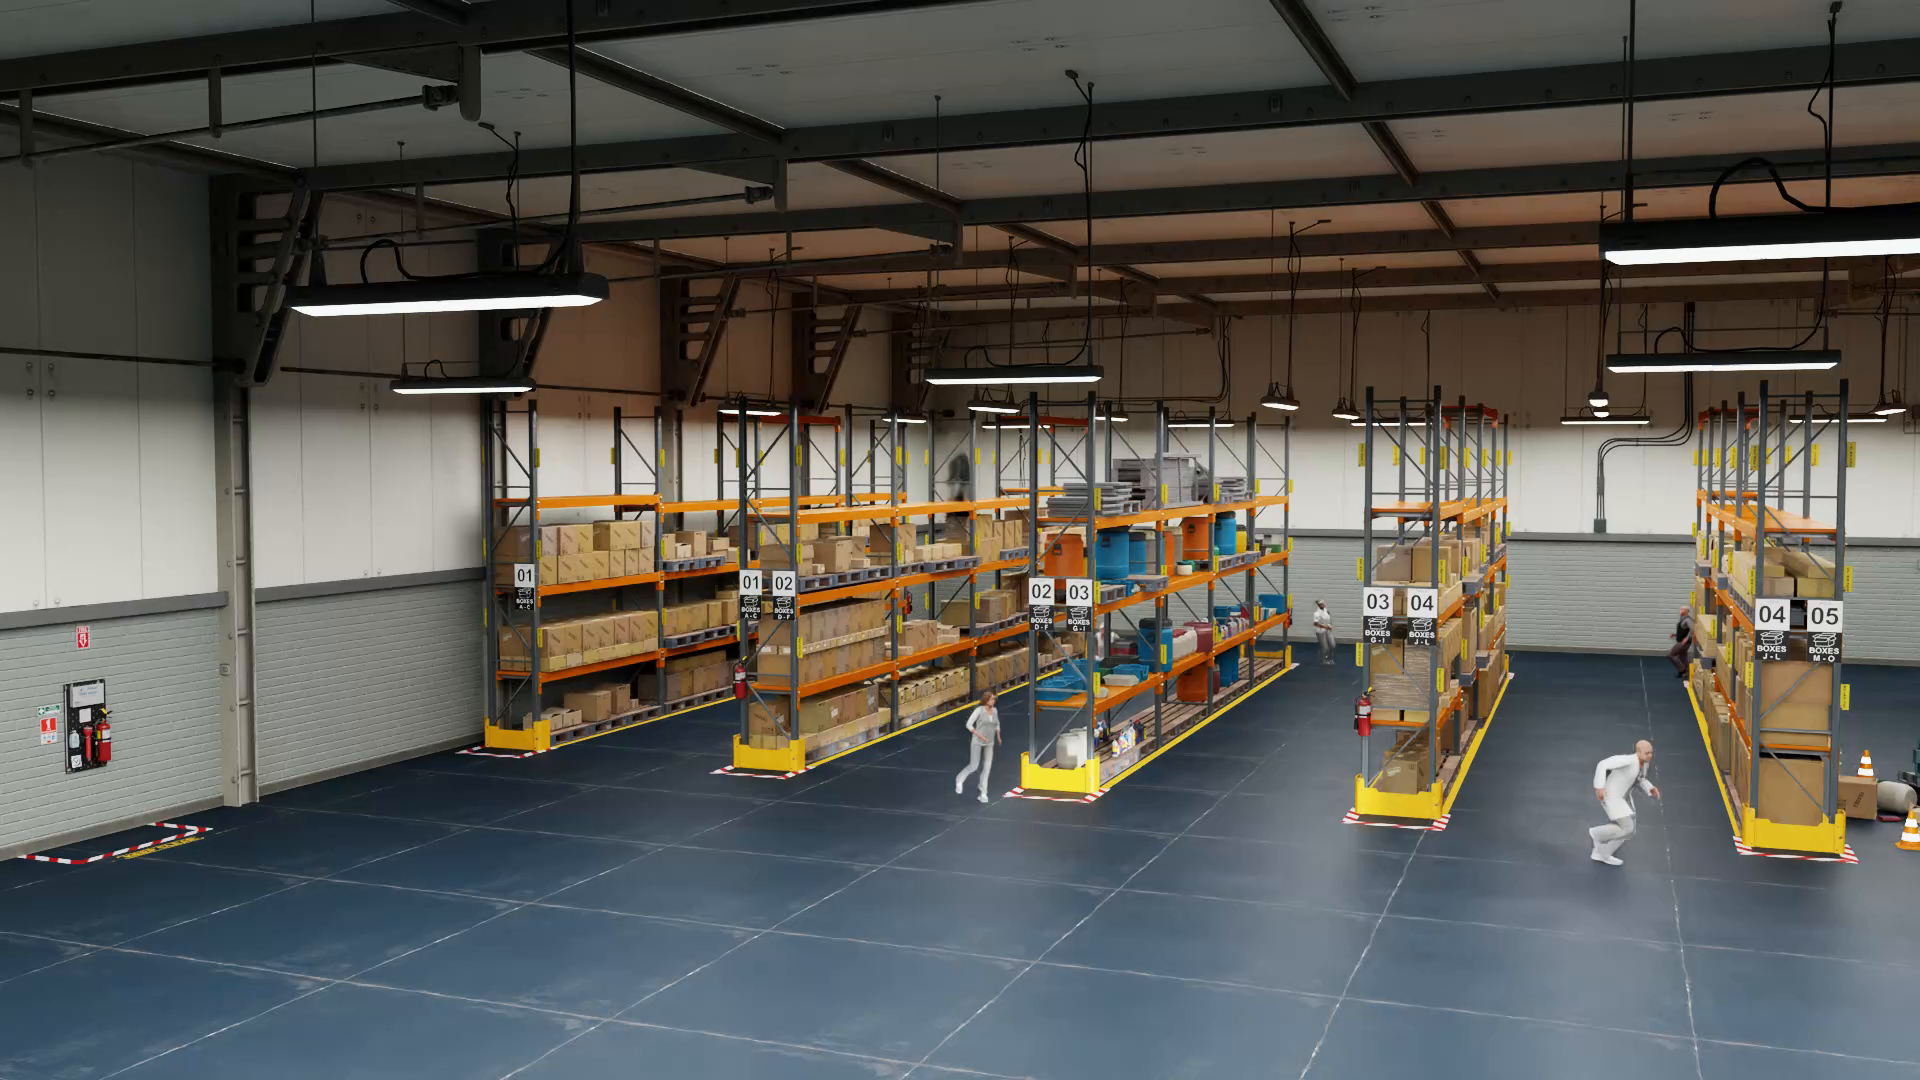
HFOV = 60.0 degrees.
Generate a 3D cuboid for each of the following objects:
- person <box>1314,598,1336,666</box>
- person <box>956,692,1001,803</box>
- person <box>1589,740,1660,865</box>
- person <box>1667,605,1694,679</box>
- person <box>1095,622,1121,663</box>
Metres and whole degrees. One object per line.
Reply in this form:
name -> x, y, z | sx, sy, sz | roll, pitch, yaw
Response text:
person -> 8.757, 2.213, 39.957 | 0.618, 1.667, 0.583 | -1, 3, -27
person -> 0.350, 3.007, 24.429 | 0.628, 1.572, 0.793 | -2, 3, -30
person -> 8.078, 3.210, 20.279 | 0.737, 1.599, 0.867 | -2, 3, -35
person -> 16.319, 2.352, 37.549 | 0.632, 1.617, 0.715 | 1, 3, 22
person -> 3.020, 2.494, 33.931 | 0.659, 1.722, 0.912 | 1, 3, 14
